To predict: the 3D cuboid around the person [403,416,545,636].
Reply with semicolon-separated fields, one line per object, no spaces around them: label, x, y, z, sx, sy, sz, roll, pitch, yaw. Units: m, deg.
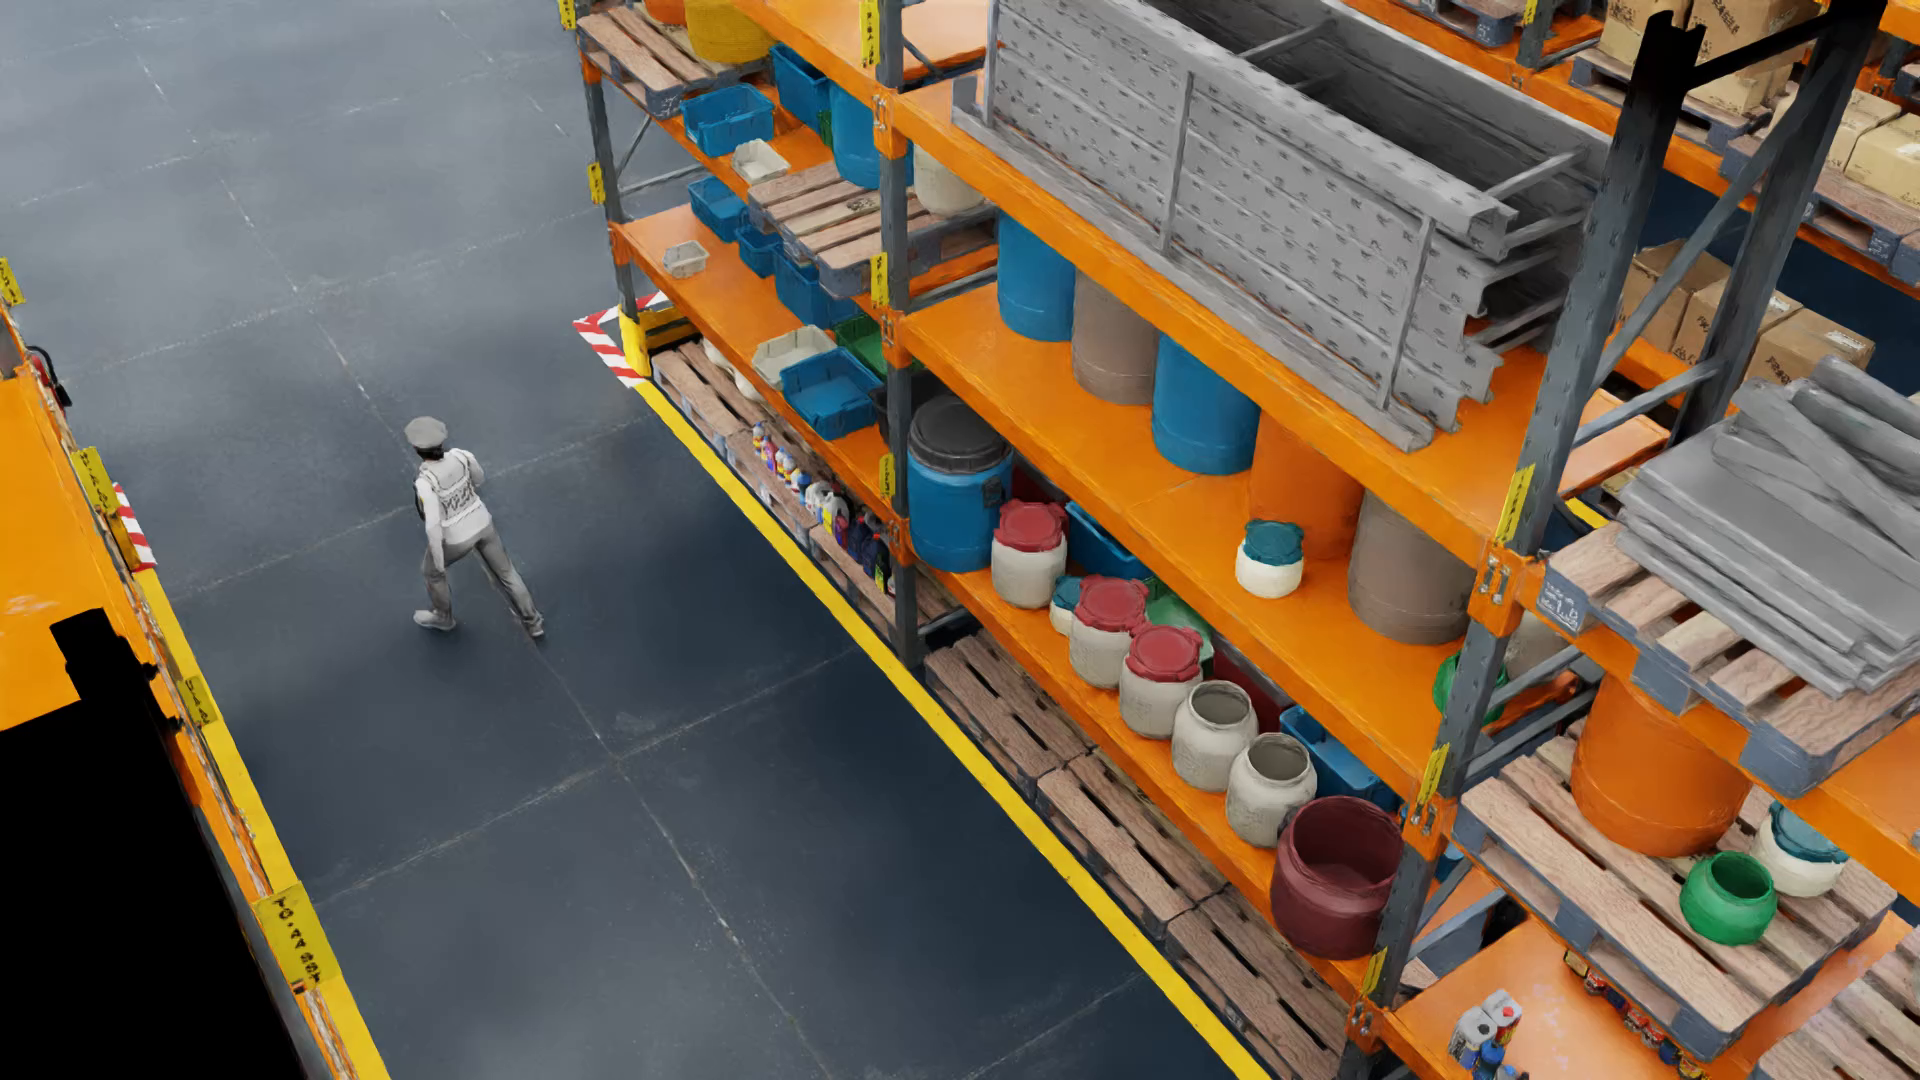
person;-3.168;-0.038;10.604;0.814;1.603;0.638;29;50;28
